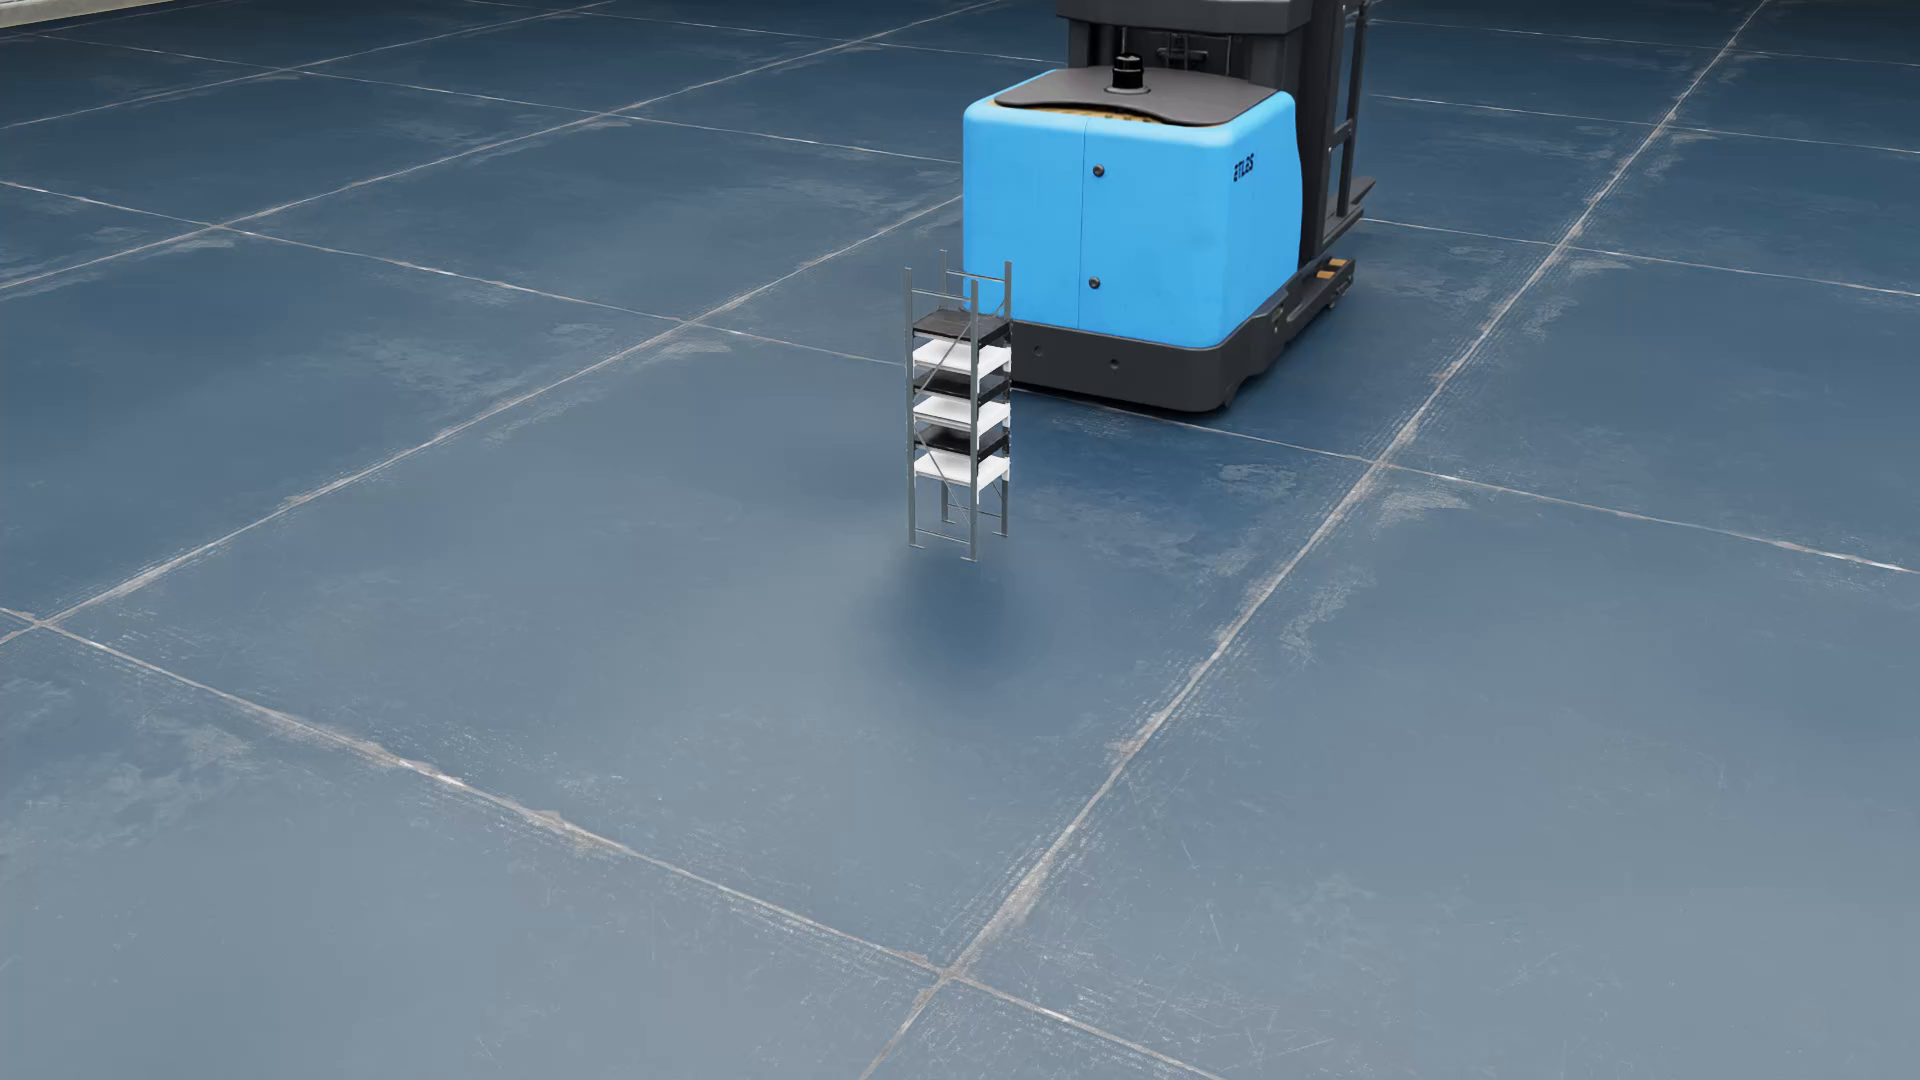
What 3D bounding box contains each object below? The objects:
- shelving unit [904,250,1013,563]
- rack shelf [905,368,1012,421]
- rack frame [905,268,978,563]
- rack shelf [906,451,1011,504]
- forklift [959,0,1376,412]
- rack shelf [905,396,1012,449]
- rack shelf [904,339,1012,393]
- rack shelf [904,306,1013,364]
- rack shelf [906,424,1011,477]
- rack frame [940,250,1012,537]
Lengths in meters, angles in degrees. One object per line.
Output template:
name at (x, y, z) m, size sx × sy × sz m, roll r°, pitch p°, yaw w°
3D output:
shelving unit at (-0.004, -0.399, 5.042) m, size 0.258 × 0.900 × 0.210 m, roll 14°, pitch 30°, yaw 26°
rack shelf at (-0.004, -0.450, 5.017) m, size 0.258 × 0.077 × 0.200 m, roll 14°, pitch 30°, yaw 26°
rack frame at (-0.054, -0.360, 4.963) m, size 0.240 × 0.900 × 0.006 m, roll 14°, pitch 30°, yaw 26°
rack shelf at (-0.004, -0.208, 5.138) m, size 0.258 × 0.077 × 0.200 m, roll 14°, pitch 30°, yaw 26°
forklift at (1.112, -2.403, 6.775) m, size 1.130 × 2.935 × 3.031 m, roll 13°, pitch 29°, yaw 24°
rack shelf at (-0.004, -0.369, 5.057) m, size 0.258 × 0.077 × 0.200 m, roll 14°, pitch 30°, yaw 26°
rack shelf at (-0.004, -0.530, 4.977) m, size 0.258 × 0.077 × 0.200 m, roll 14°, pitch 30°, yaw 26°
rack shelf at (-0.004, -0.611, 4.936) m, size 0.258 × 0.077 × 0.200 m, roll 14°, pitch 30°, yaw 26°
rack shelf at (-0.004, -0.289, 5.097) m, size 0.258 × 0.077 × 0.200 m, roll 14°, pitch 30°, yaw 26°
rack frame at (0.046, -0.439, 5.121) m, size 0.240 × 0.900 × 0.006 m, roll 14°, pitch 30°, yaw 26°
